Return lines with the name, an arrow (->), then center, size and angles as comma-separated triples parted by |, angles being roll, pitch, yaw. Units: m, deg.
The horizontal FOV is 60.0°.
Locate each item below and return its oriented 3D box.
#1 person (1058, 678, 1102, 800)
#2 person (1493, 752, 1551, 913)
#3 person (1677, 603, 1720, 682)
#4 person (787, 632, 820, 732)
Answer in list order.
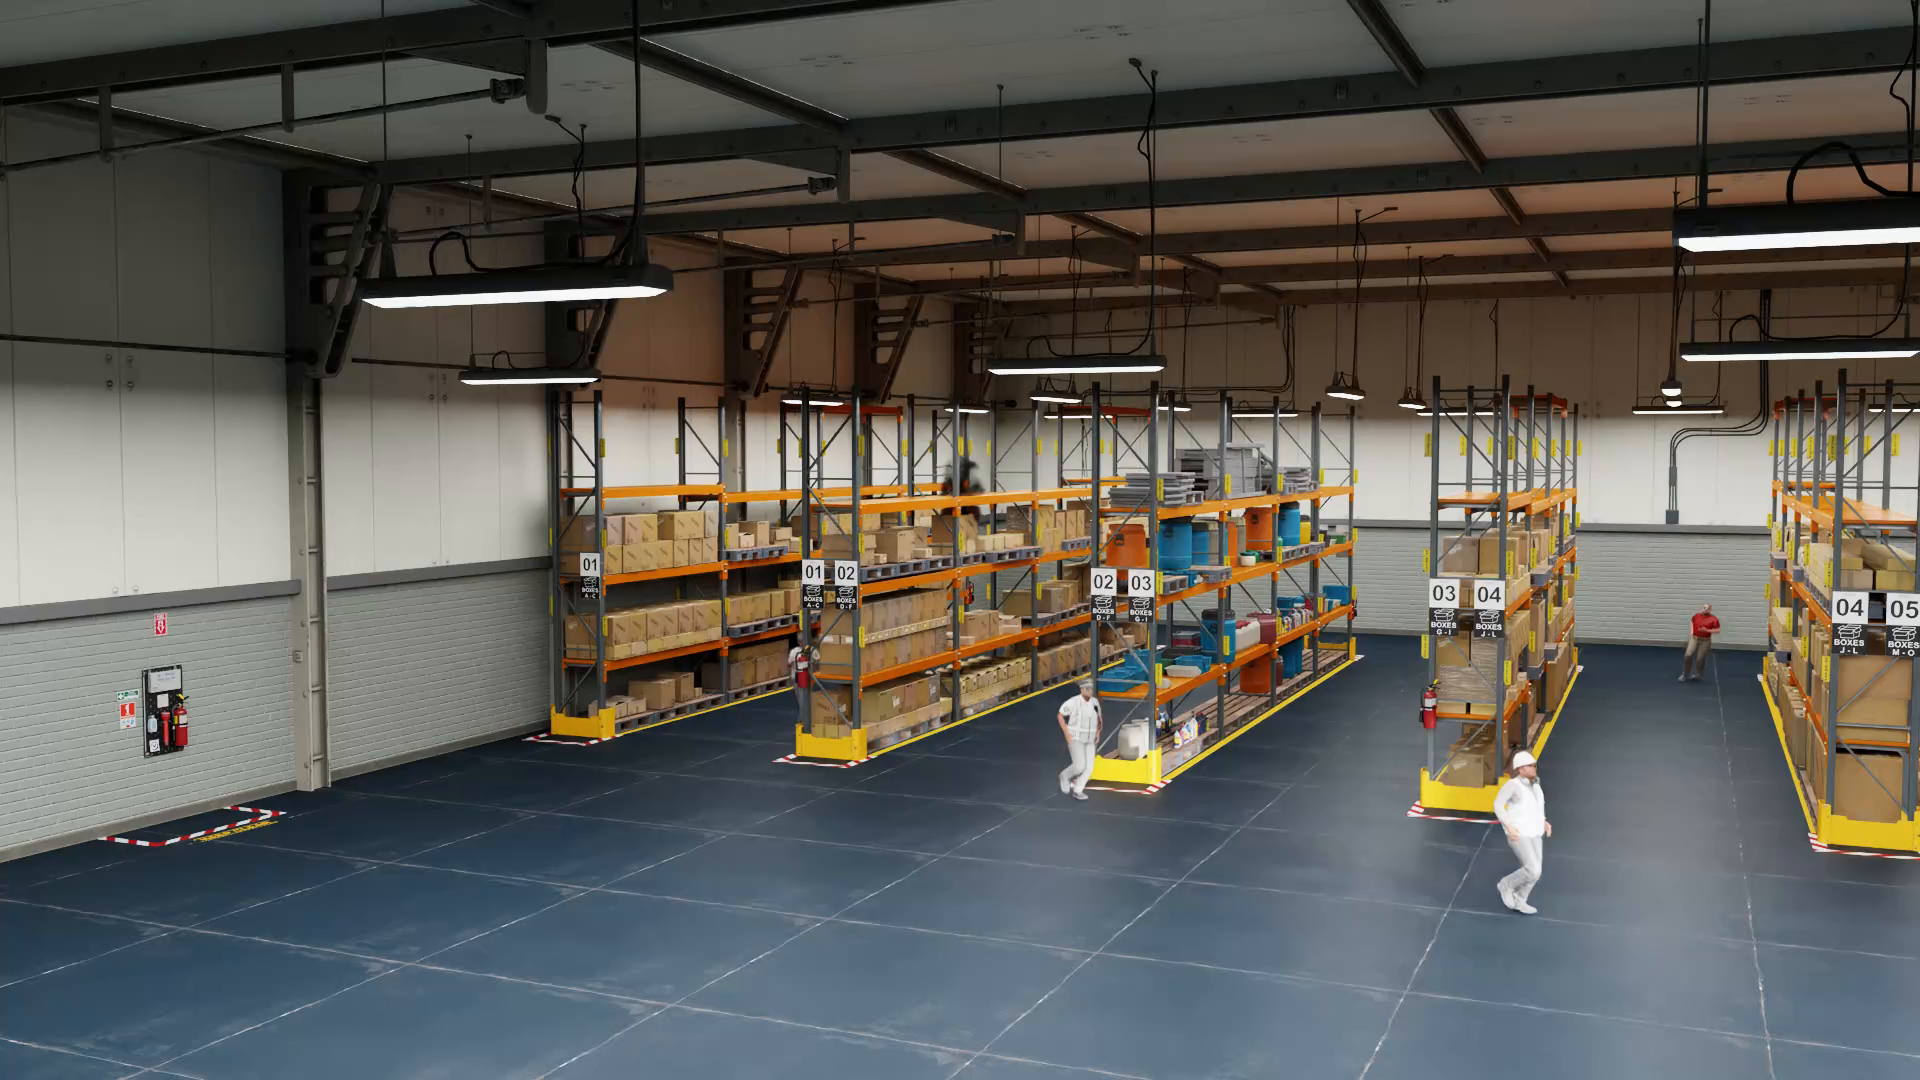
person -> 1.732, 2.825, 23.775 | 0.690, 1.734, 0.555 | -2, 4, -29
person -> 6.069, 3.147, 17.875 | 0.666, 1.735, 0.515 | -2, 4, -35
person -> 15.875, 2.199, 35.609 | 0.764, 1.711, 0.701 | 3, 4, 41
person -> -2.812, 2.494, 29.626 | 0.570, 1.719, 0.850 | 1, 3, 18
